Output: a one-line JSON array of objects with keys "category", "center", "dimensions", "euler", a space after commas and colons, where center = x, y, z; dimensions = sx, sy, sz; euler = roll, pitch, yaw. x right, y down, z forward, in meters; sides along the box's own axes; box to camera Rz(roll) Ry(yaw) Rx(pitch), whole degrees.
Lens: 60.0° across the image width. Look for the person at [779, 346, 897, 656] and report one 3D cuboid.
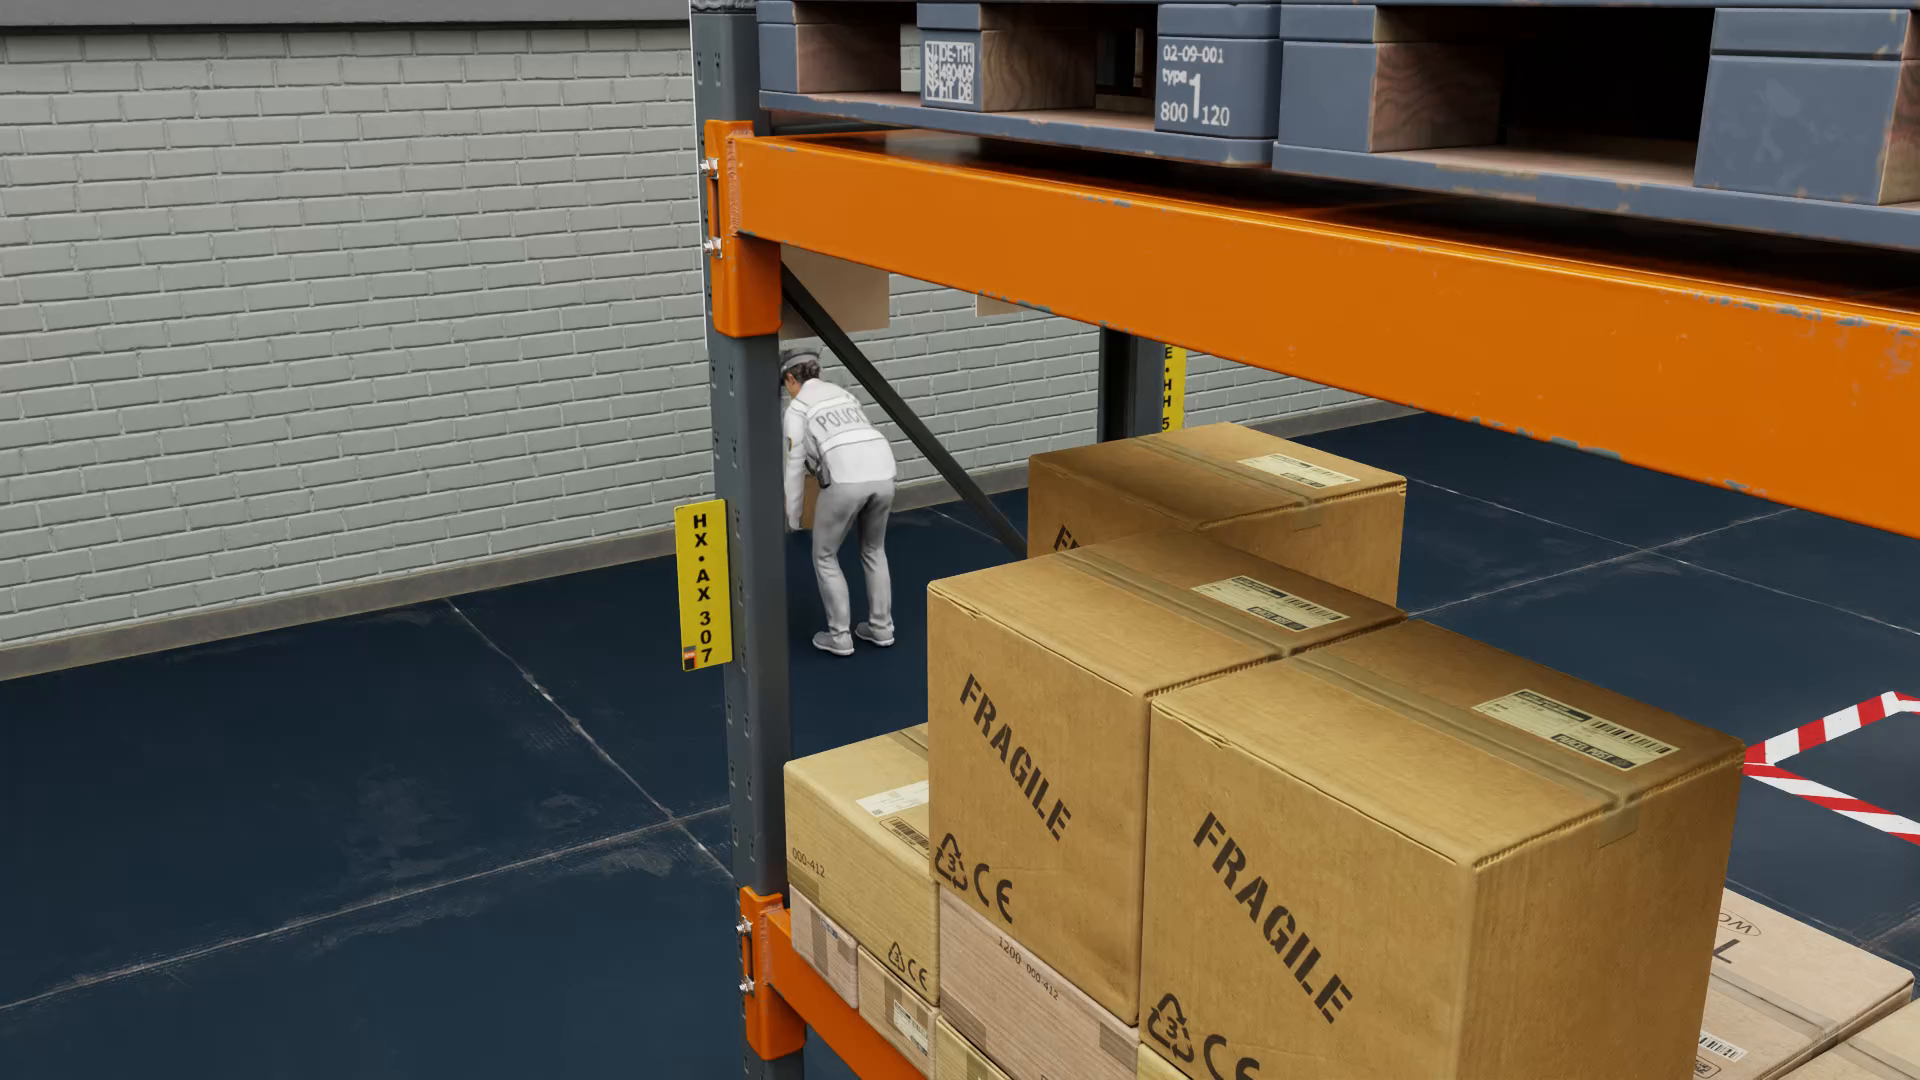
[{"category": "person", "center": [-0.630, -0.207, 8.078], "dimensions": [0.408, 1.427, 0.814], "euler": [-12, 22, -33]}]
